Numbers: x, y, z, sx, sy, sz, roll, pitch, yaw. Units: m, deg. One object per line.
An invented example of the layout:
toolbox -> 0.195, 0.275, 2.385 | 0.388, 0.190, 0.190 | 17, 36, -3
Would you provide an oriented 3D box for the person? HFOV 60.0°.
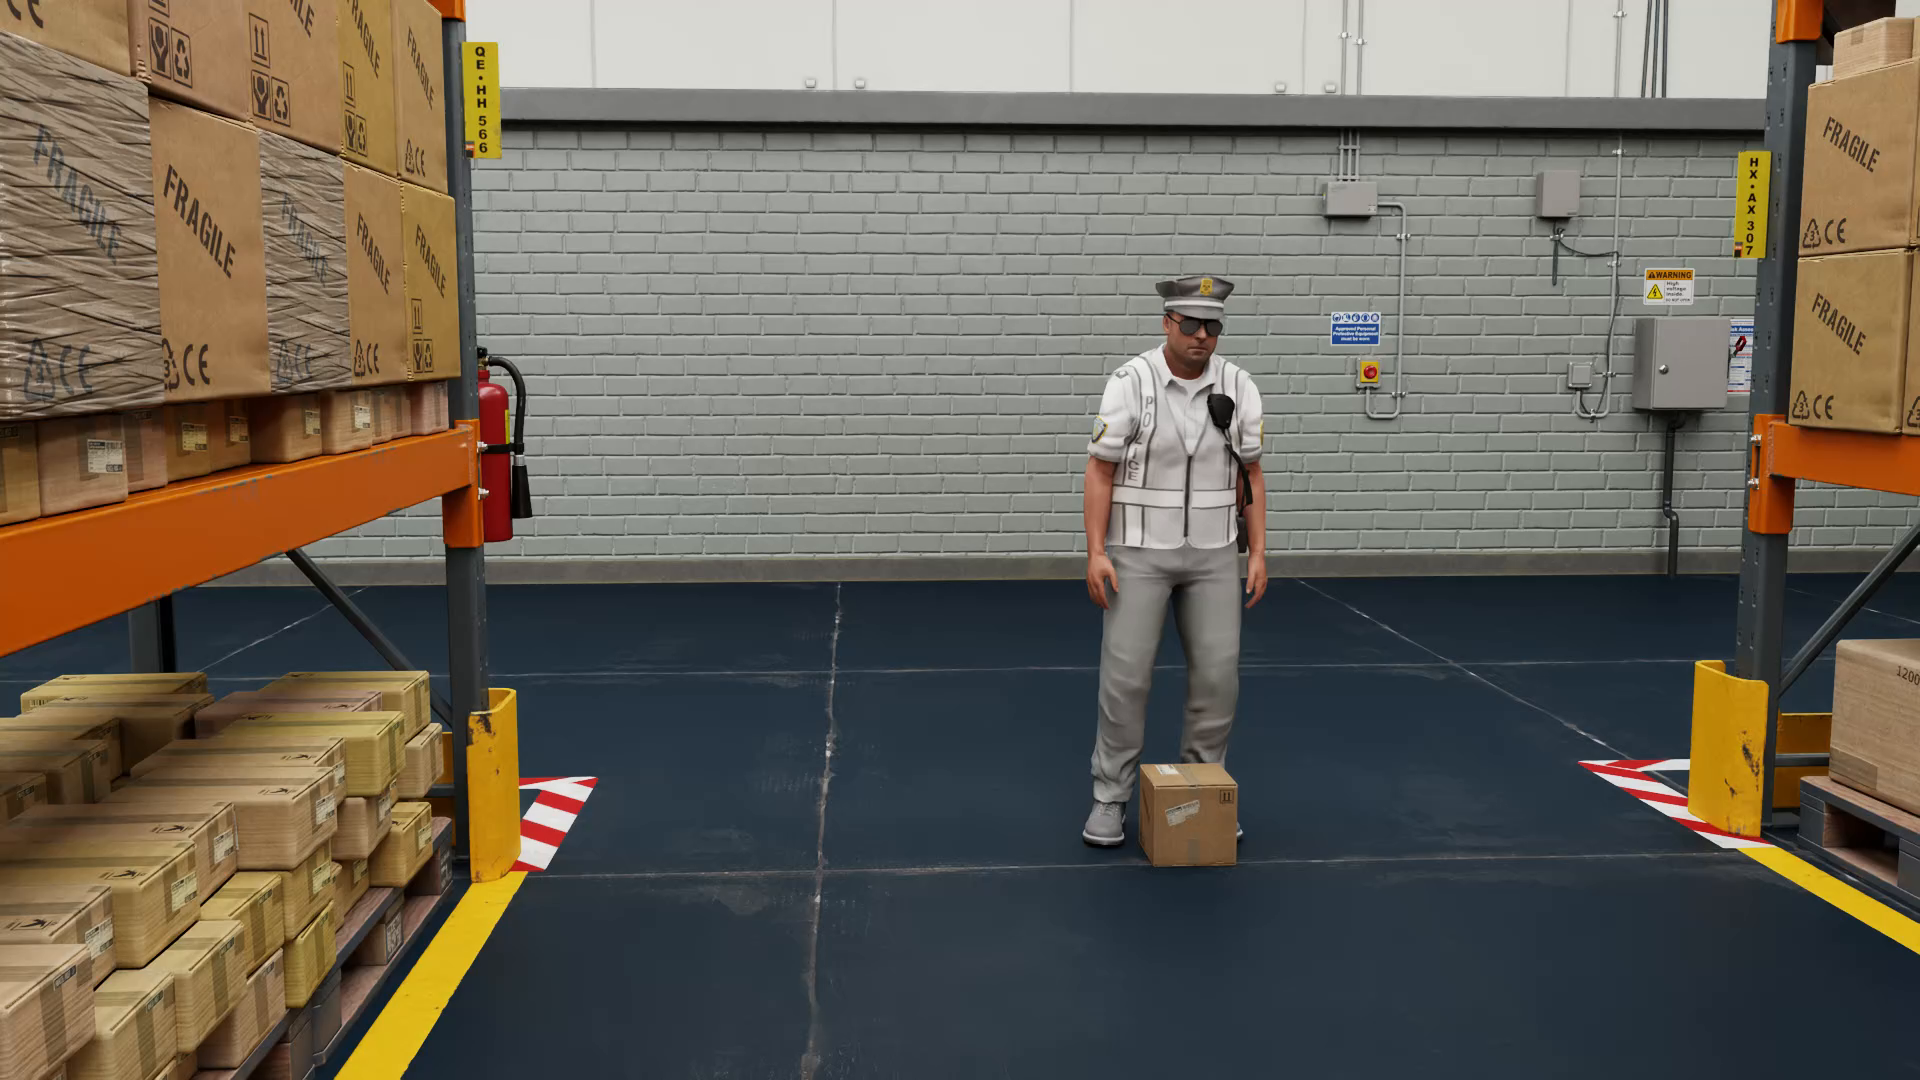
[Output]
person -> 0.671, 0.055, 5.240 | 0.606, 1.749, 0.436 | -1, 7, -7
